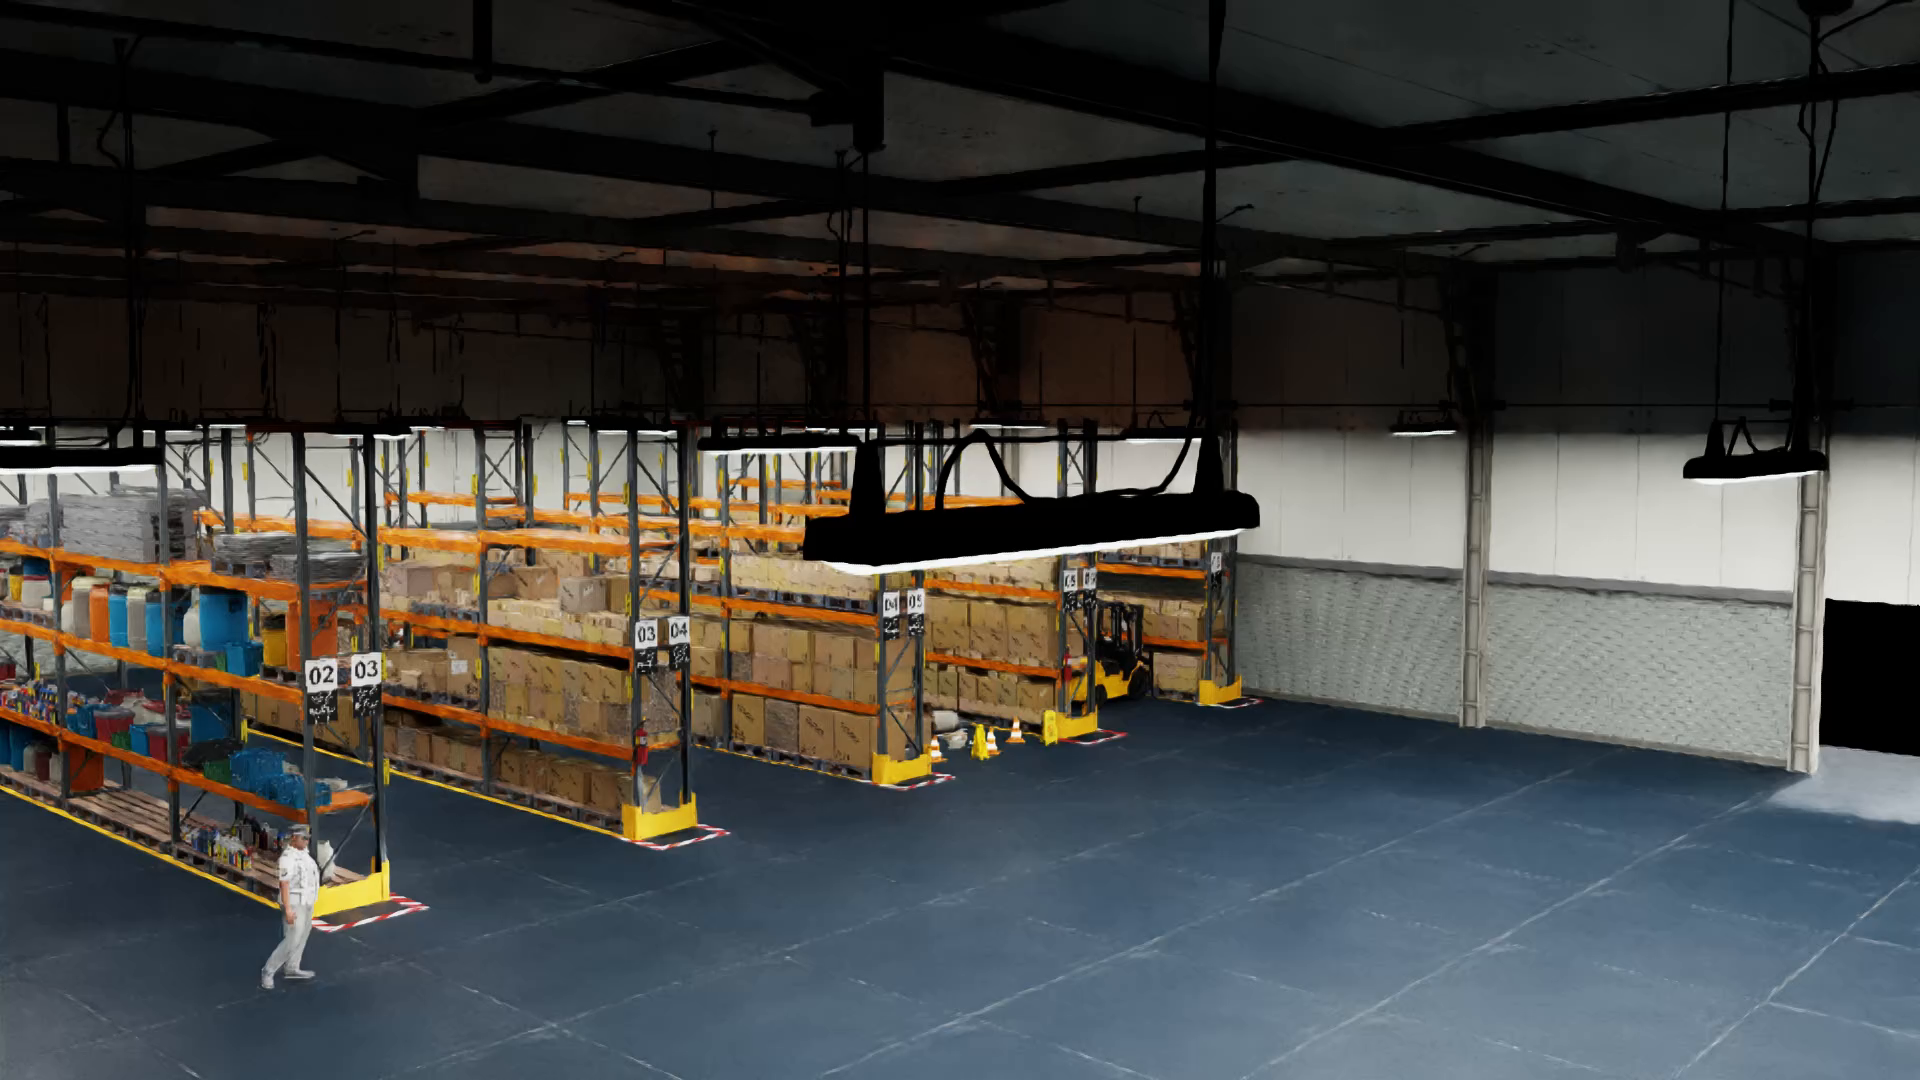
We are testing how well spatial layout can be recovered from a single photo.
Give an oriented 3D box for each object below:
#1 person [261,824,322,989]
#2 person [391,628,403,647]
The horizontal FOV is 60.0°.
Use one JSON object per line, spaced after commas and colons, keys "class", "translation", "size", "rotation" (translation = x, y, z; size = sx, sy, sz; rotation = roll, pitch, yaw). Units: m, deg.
{"class": "person", "translation": [-7.313, 3.975, 18.128], "size": [0.544, 1.739, 0.714], "rotation": [0, 5, 2]}
{"class": "person", "translation": [-11.484, 2.664, 34.290], "size": [1.123, 1.706, 0.553], "rotation": [4, 6, 44]}
